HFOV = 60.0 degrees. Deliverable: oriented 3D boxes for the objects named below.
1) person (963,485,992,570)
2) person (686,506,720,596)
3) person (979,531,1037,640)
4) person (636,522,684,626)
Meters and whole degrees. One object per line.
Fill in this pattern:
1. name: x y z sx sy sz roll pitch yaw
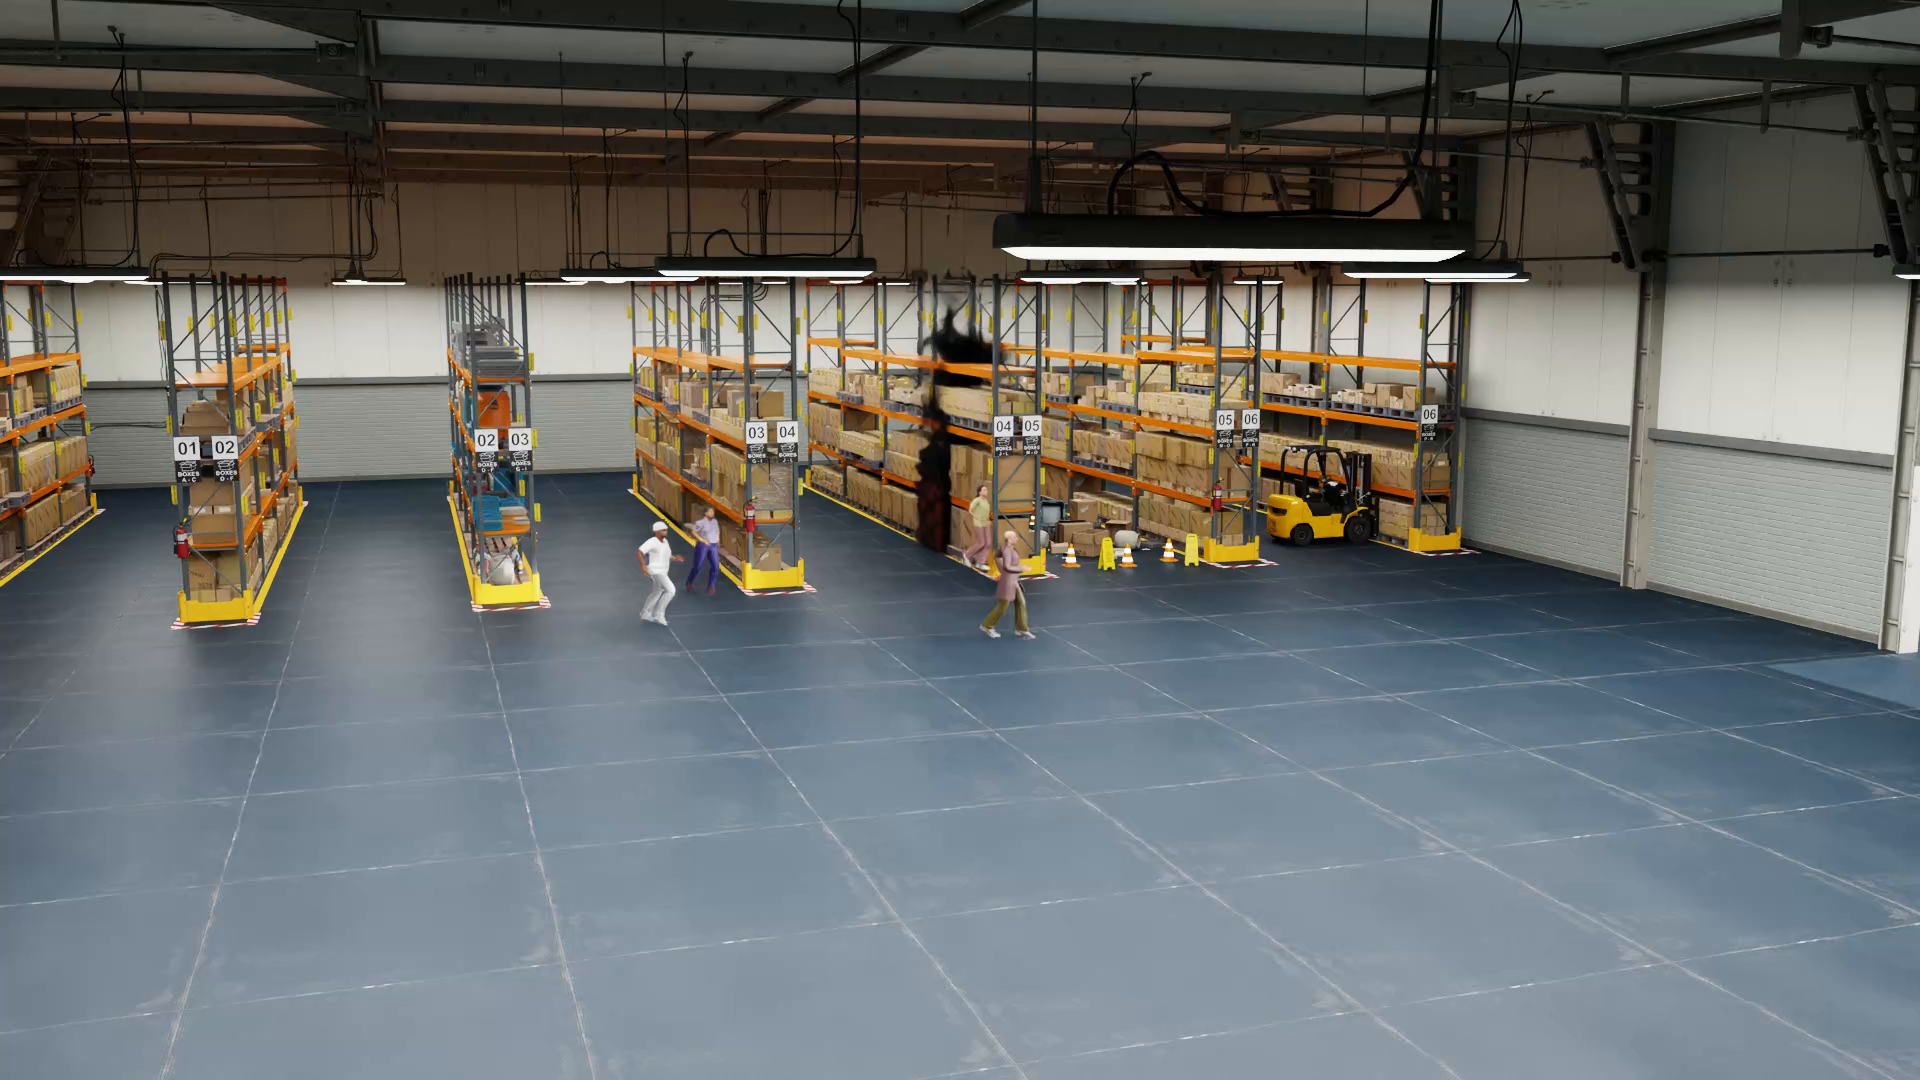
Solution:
1. person: 0.390 -0.265 32.546 0.613 1.647 0.599 6 11 36
2. person: -4.793 0.204 31.492 0.697 1.671 0.769 -7 11 -37
3. person: 0.776 0.749 27.184 0.936 1.815 0.687 2 9 12
4. person: -5.130 0.577 28.469 0.809 1.787 0.671 2 9 10
